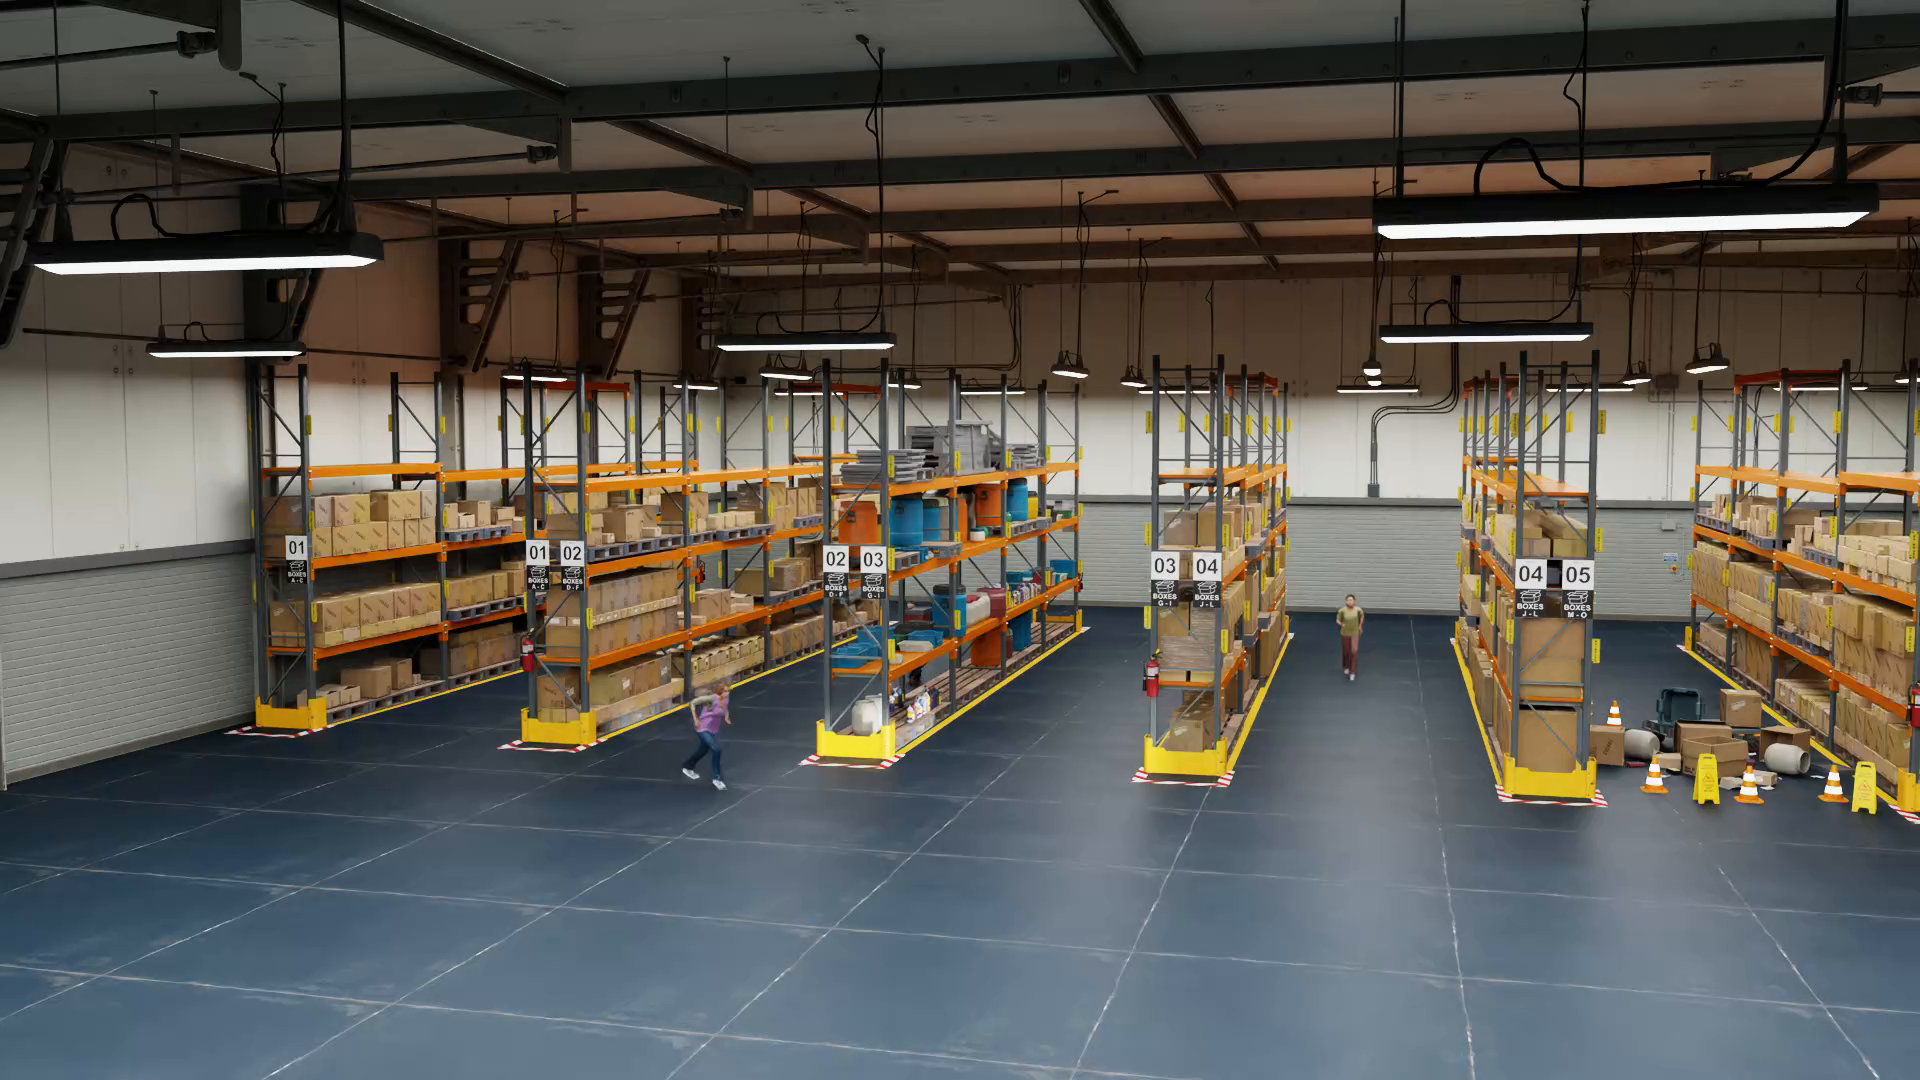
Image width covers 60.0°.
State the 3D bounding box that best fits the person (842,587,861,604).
[{"bbox_3d":[-2.703,1.185,43.719,0.892,1.701,0.626,3,5,34],"label":"person"}]

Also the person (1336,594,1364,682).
[{"bbox_3d":[7.709,1.908,32.895,0.538,1.701,0.890,1,4,13],"label":"person"}]

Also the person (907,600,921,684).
[{"bbox_3d":[-0.942,1.970,32.061,0.454,1.620,0.587,-3,5,-37],"label":"person"}]

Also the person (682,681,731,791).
[{"bbox_3d":[-3.529,2.688,22.955,0.910,1.542,0.579,3,5,37],"label":"person"}]
